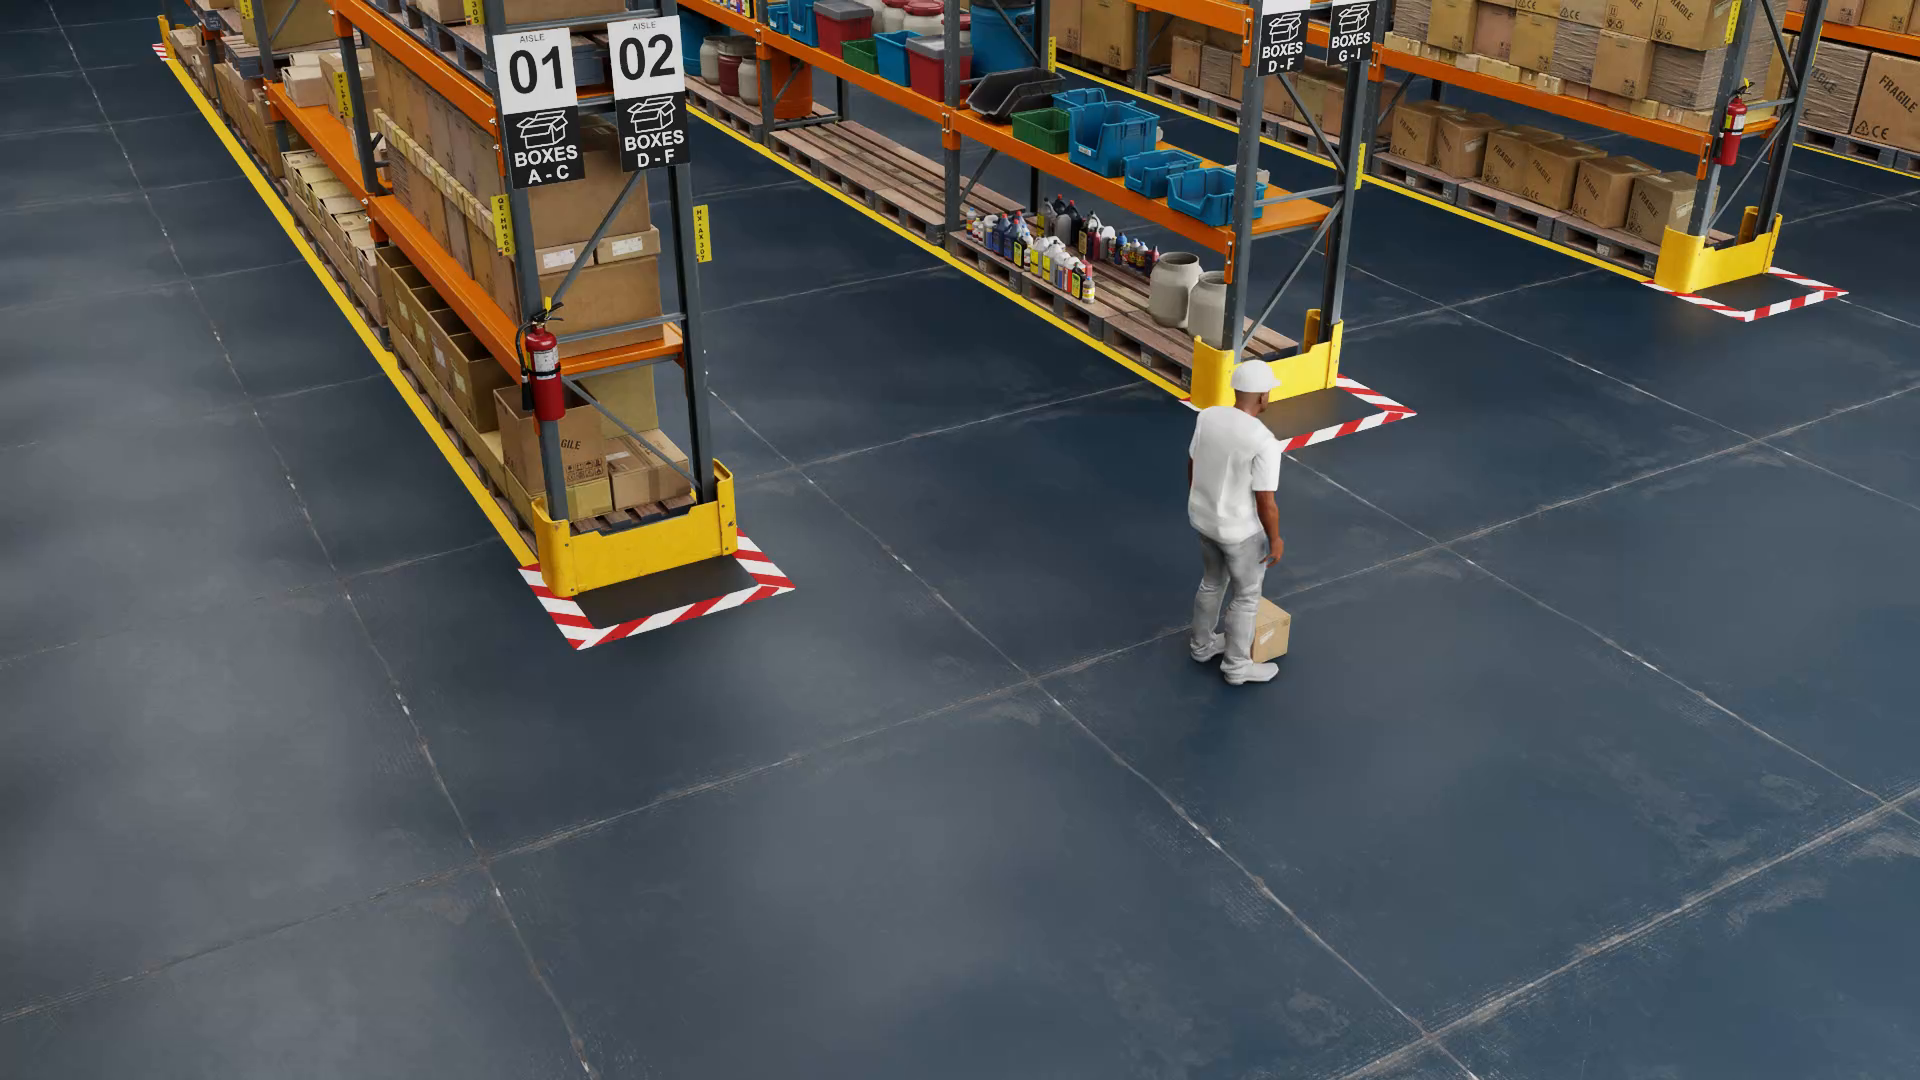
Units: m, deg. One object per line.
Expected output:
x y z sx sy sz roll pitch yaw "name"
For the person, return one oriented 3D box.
1.443 -0.104 8.734 0.454 1.761 0.636 -18 33 -29 "person"
